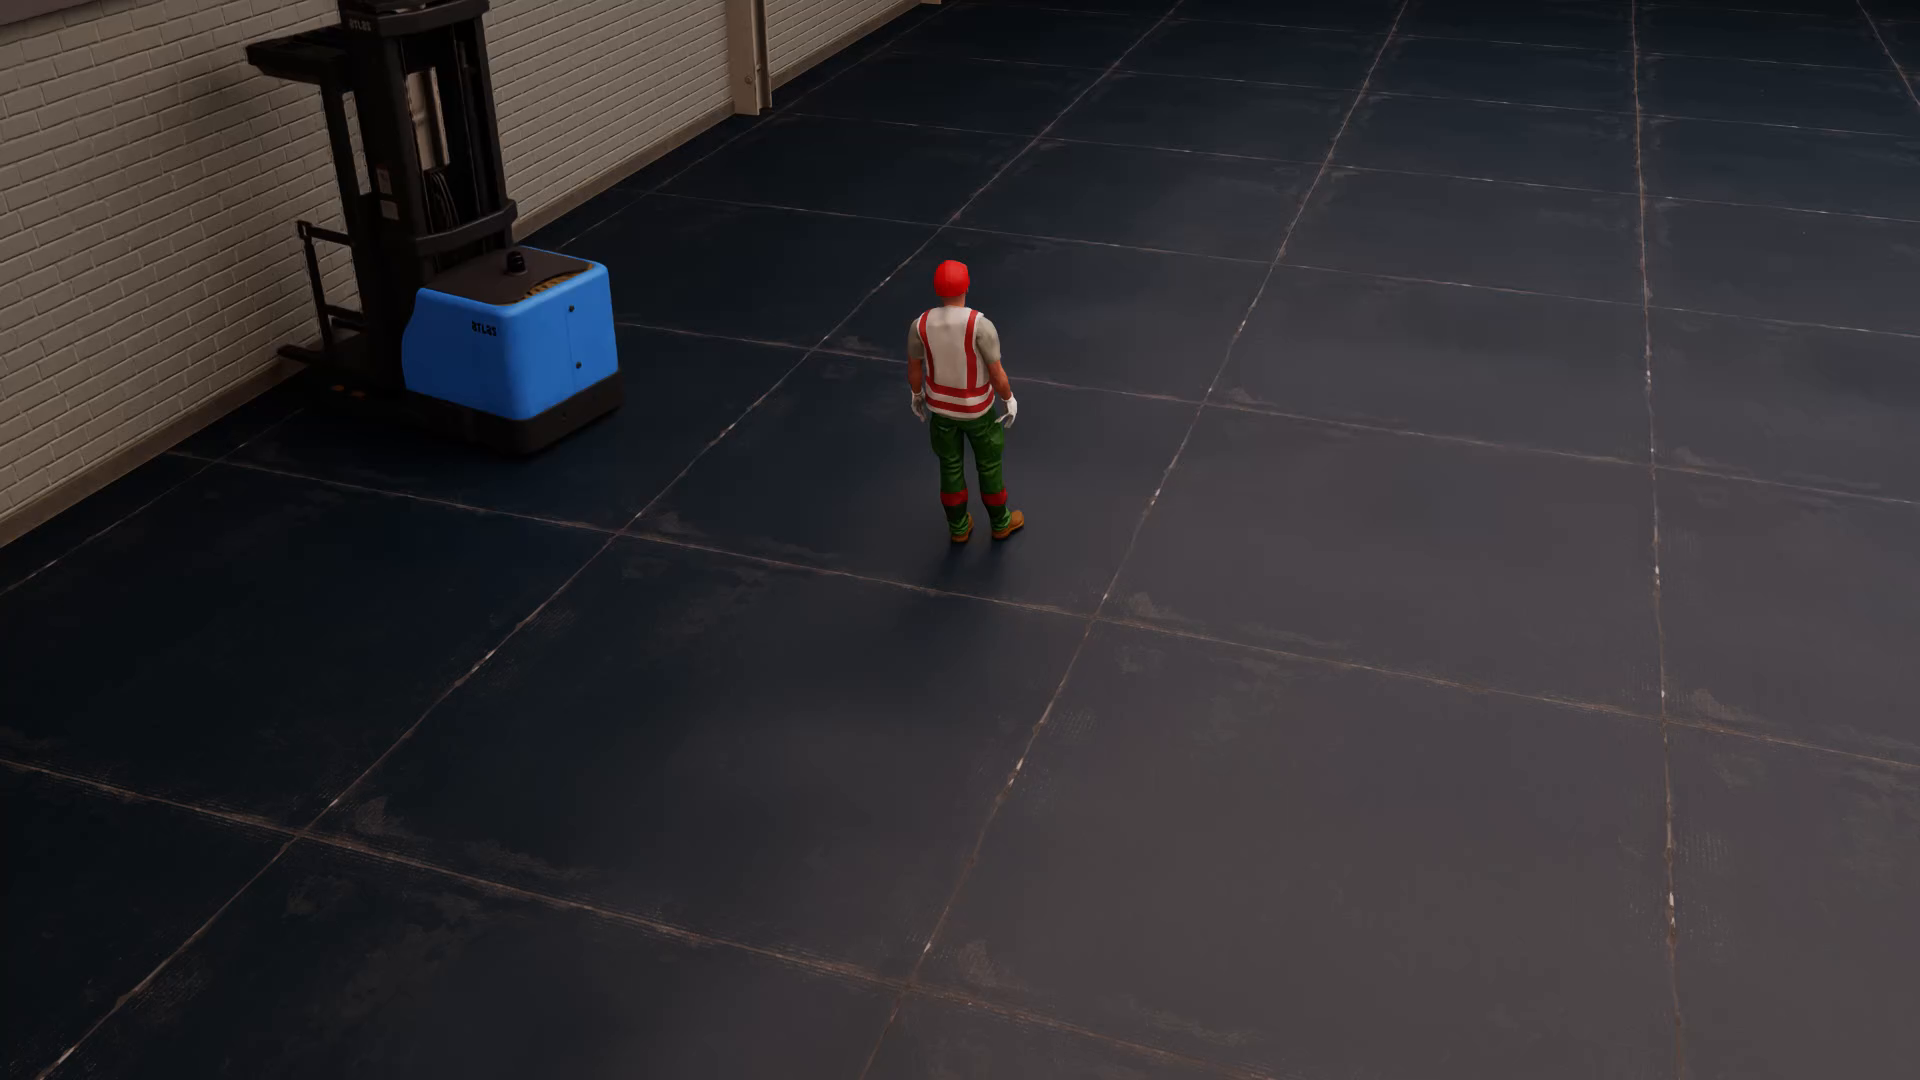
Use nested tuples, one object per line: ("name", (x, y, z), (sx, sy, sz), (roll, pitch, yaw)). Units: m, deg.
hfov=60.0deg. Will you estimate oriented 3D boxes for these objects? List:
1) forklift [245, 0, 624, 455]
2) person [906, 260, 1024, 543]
("forklift", (-3.891, -2.358, 11.273), (3.031, 2.935, 1.130), (16, 33, 26))
("person", (0.038, -0.820, 9.712), (0.637, 1.790, 0.562), (10, 31, 16))
